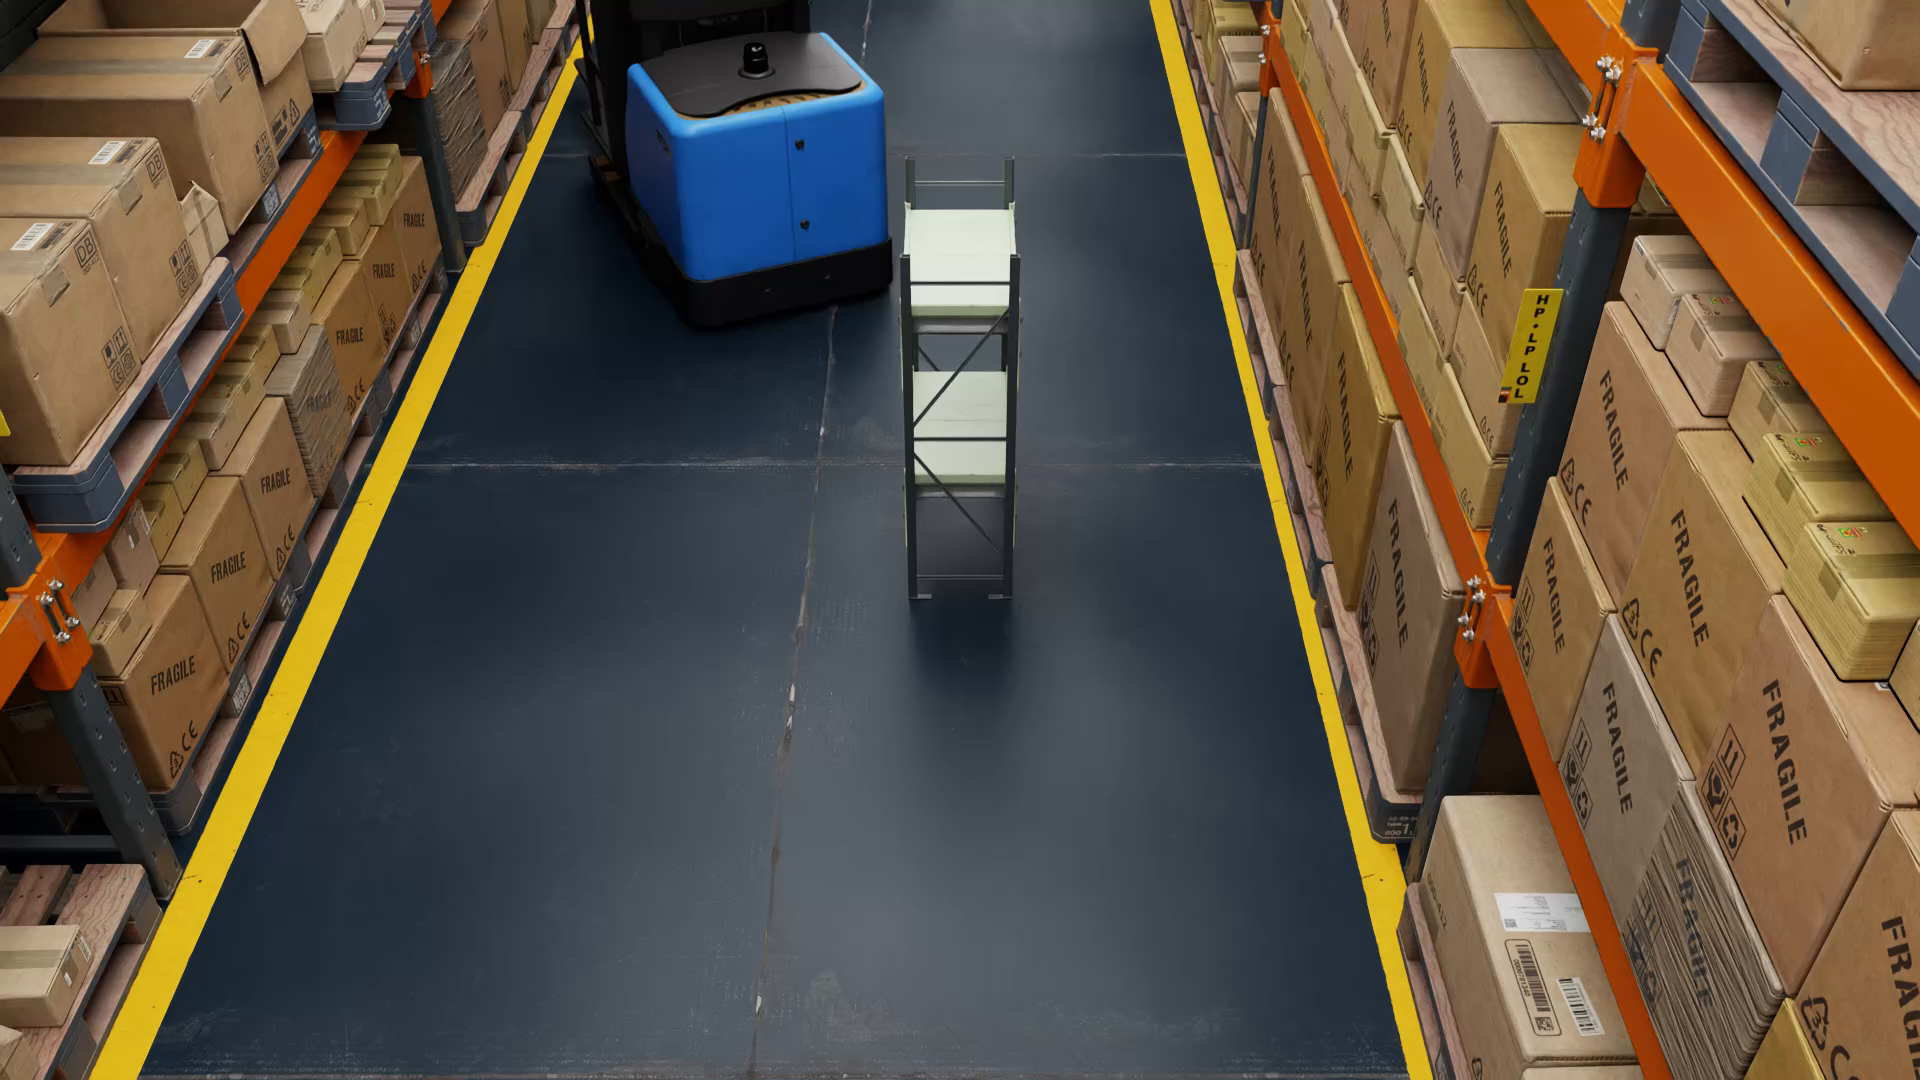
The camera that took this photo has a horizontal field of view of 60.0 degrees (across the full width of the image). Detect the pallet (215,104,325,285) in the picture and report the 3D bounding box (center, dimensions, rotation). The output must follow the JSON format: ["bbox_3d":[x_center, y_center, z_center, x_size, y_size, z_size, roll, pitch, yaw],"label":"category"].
[{"bbox_3d":[-3.018,-1.262,6.080,1.003,0.211,1.213,0,39,0],"label":"pallet"}]

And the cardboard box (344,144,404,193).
[{"bbox_3d":[-2.771,-1.686,7.600,0.380,0.149,0.250,-2,39,-2],"label":"cardboard box"}]

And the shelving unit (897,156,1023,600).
[{"bbox_3d":[0.000,-0.589,6.286,0.431,1.500,0.755,0,39,0],"label":"shelving unit"}]

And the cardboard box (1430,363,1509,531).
[{"bbox_3d":[1.691,-0.280,4.820,0.500,0.250,0.500,-1,39,-1],"label":"cardboard box"}]

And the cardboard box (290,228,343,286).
[{"bbox_3d":[-2.829,-1.186,6.975,0.380,0.149,0.250,1,39,1],"label":"cardboard box"}]

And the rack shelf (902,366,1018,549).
[{"bbox_3d":[0.000,-0.335,6.490,0.431,0.370,0.720,0,39,0],"label":"rack shelf"}]

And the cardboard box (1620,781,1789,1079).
[{"bbox_3d":[1.672,0.823,3.245,0.500,0.500,0.500,0,39,0],"label":"cardboard box"}]

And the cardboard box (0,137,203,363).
[{"bbox_3d":[-2.798,-0.881,5.035,0.700,0.500,0.500,0,39,0],"label":"cardboard box"}]

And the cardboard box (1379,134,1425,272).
[{"bbox_3d":[1.685,-1.106,5.452,0.500,0.250,0.500,1,39,1],"label":"cardboard box"}]

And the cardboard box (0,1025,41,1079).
[{"bbox_3d":[-2.726,1.423,4.427,0.396,0.266,0.258,1,39,2],"label":"cardboard box"}]

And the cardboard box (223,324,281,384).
[{"bbox_3d":[-2.848,-0.703,6.373,0.380,0.149,0.250,0,39,0],"label":"cardboard box"}]

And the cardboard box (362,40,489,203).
[{"bbox_3d":[-3.012,-2.181,8.635,0.875,0.625,0.625,1,39,1],"label":"cardboard box"}]

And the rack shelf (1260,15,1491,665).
[{"bbox_3d":[1.941,-1.028,6.209,1.077,0.370,4.000,0,39,0],"label":"rack shelf"}]

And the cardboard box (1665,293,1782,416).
[{"bbox_3d":[1.700,-0.382,3.430,0.380,0.149,0.250,1,39,1],"label":"cardboard box"}]

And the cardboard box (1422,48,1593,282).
[{"bbox_3d":[1.684,-1.090,4.832,0.500,0.500,0.500,1,39,1],"label":"cardboard box"}]

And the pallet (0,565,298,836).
[{"bbox_3d":[-3.059,0.528,5.923,1.003,0.211,1.213,0,39,0],"label":"pallet"}]

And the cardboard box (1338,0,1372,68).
[{"bbox_3d":[1.690,-2.046,6.025,0.500,0.500,0.500,1,39,1],"label":"cardboard box"}]

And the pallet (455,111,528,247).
[{"bbox_3d":[-2.987,-1.980,9.052,1.003,0.211,1.213,0,39,0],"label":"pallet"}]

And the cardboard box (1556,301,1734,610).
[{"bbox_3d":[1.701,-0.189,3.708,0.500,0.500,0.500,0,39,0],"label":"cardboard box"}]

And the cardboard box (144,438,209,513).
[{"bbox_3d":[-2.858,-0.223,5.774,0.380,0.149,0.250,-1,39,-1],"label":"cardboard box"}]

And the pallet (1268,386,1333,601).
[{"bbox_3d":[1.863,-0.217,6.852,1.003,0.211,1.213,0,39,0],"label":"pallet"}]

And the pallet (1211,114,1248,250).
[{"bbox_3d":[1.939,-1.960,9.027,1.003,0.211,1.213,0,39,0],"label":"pallet"}]

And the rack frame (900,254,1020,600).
[{"bbox_3d":[0.000,-0.361,6.001,0.400,1.500,0.023,0,39,0],"label":"rack frame"}]

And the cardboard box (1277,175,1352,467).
[{"bbox_3d":[1.853,-0.904,6.843,0.875,0.875,0.875,0,39,1],"label":"cardboard box"}]

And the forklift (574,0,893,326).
[{"bbox_3d":[-1.394,-3.081,8.251,1.130,2.935,3.031,-16,41,-19],"label":"forklift"}]

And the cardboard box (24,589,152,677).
[{"bbox_3d":[-2.755,0.282,5.144,0.380,0.149,0.250,2,39,2],"label":"cardboard box"}]

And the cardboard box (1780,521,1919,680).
[{"bbox_3d":[1.653,0.099,2.829,0.380,0.149,0.250,-1,39,-1],"label":"cardboard box"}]

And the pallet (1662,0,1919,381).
[{"bbox_3d":[1.934,-0.682,2.875,1.003,0.211,1.213,0,39,0],"label":"pallet"}]

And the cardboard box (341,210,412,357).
[{"bbox_3d":[-2.820,-1.164,7.467,0.500,0.500,0.500,-1,39,-1],"label":"cardboard box"}]

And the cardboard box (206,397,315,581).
[{"bbox_3d":[-2.803,-0.188,6.249,0.500,0.500,0.500,-1,39,-1],"label":"cardboard box"}]

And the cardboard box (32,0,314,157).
[{"bbox_3d":[-2.838,-1.737,6.100,0.797,0.503,0.637,-1,39,-1],"label":"cardboard box"}]

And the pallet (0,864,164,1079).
[{"bbox_3d":[-3.021,1.466,4.752,1.003,0.211,1.213,0,39,0],"label":"pallet"}]

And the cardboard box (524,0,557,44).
[{"bbox_3d":[-3.025,-3.480,10.257,0.875,0.625,0.625,0,39,0],"label":"cardboard box"}]

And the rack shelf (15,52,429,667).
[{"bbox_3d":[-3.023,-1.022,6.202,1.077,0.370,4.000,0,39,0],"label":"rack shelf"}]

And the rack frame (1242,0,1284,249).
[{"bbox_3d":[1.939,-2.559,7.545,1.000,3.000,0.127,0,39,0],"label":"rack frame"}]

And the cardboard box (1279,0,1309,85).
[{"bbox_3d":[1.688,-2.194,7.210,0.500,0.250,0.500,-1,39,-1],"label":"cardboard box"}]

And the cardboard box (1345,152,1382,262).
[{"bbox_3d":[1.705,-1.237,6.014,0.500,0.250,0.500,0,39,0],"label":"cardboard box"}]

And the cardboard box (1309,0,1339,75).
[{"bbox_3d":[1.692,-2.055,6.636,0.500,0.250,0.500,1,39,1],"label":"cardboard box"}]

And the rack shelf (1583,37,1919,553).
[{"bbox_3d":[1.945,0.303,2.150,1.077,0.370,4.000,0,39,0],"label":"rack shelf"}]

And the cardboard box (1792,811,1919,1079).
[{"bbox_3d":[1.683,0.763,2.520,0.500,0.500,0.500,0,39,0],"label":"cardboard box"}]

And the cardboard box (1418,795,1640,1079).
[{"bbox_3d":[1.837,1.171,4.603,0.875,0.438,0.875,-1,39,-1],"label":"cardboard box"}]

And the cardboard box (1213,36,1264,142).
[{"bbox_3d":[1.939,-2.512,9.252,0.950,0.372,0.625,-1,39,-1],"label":"cardboard box"}]
